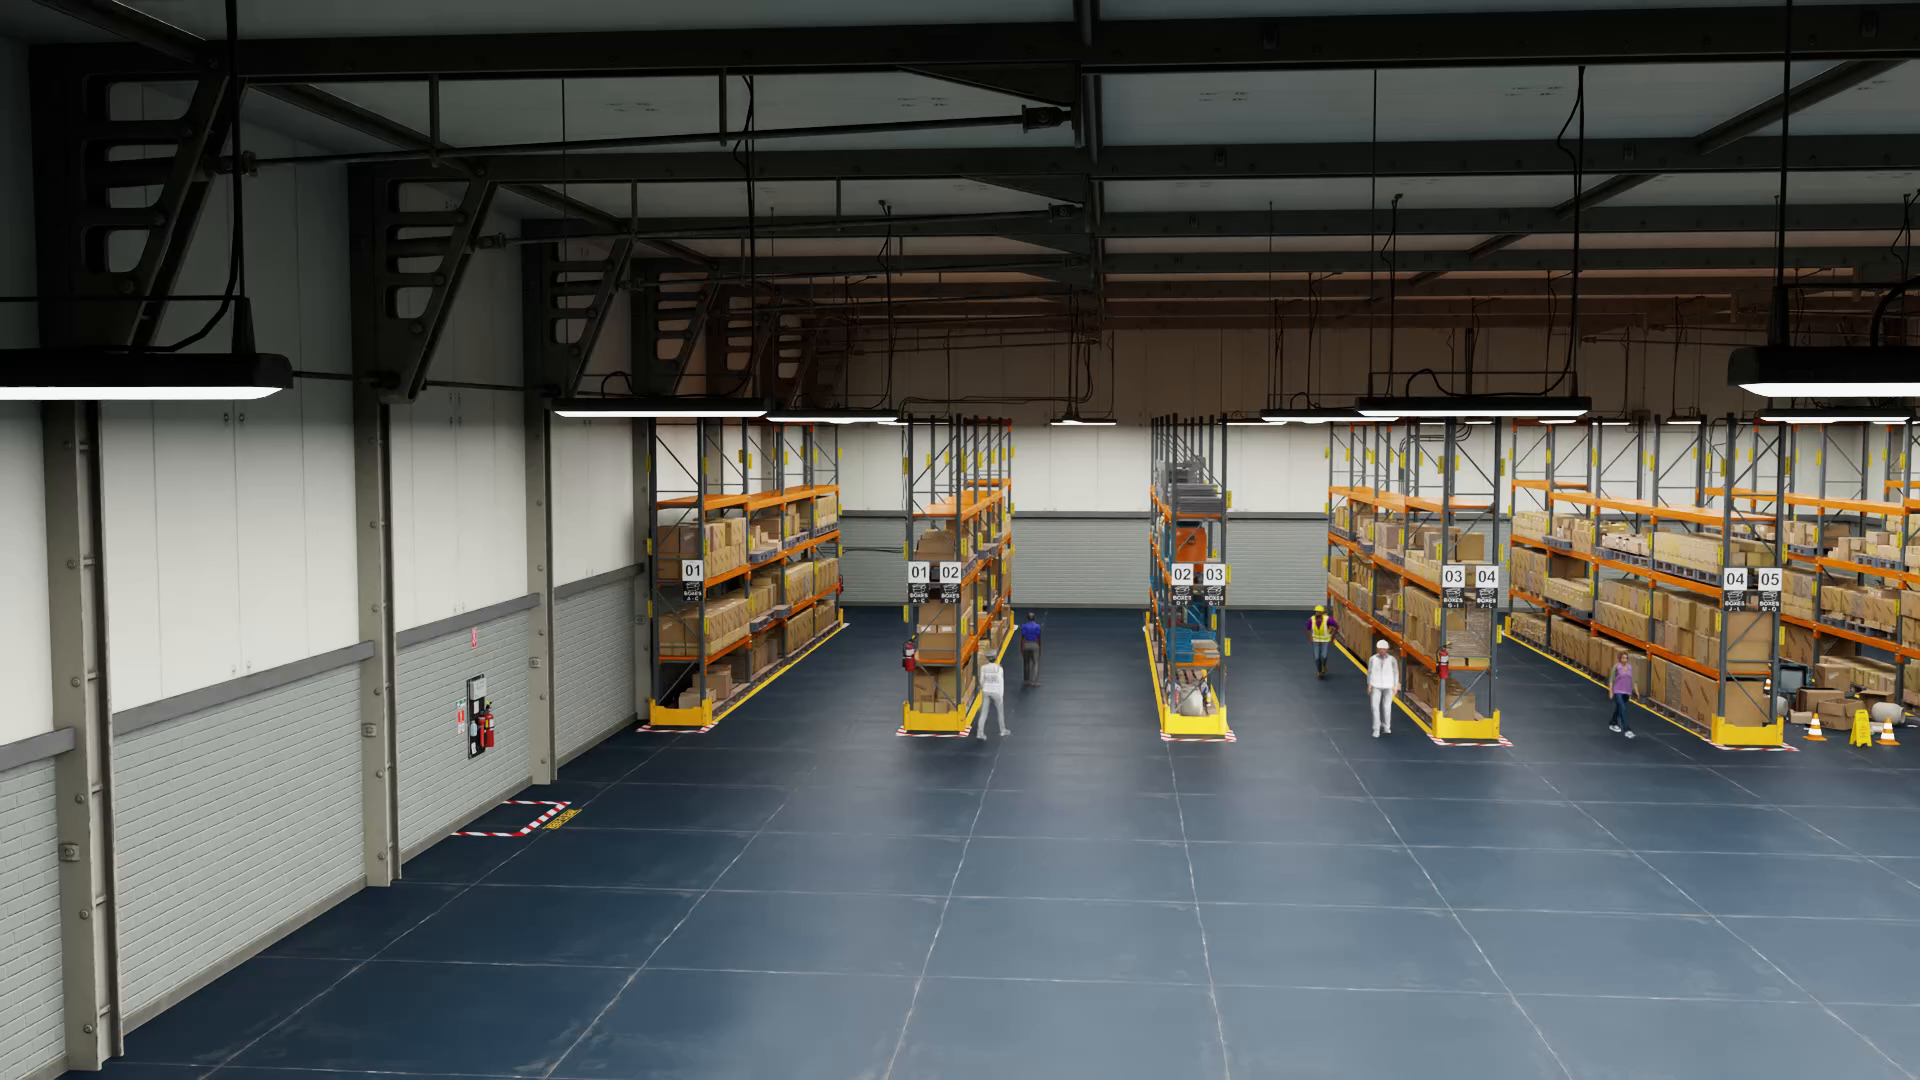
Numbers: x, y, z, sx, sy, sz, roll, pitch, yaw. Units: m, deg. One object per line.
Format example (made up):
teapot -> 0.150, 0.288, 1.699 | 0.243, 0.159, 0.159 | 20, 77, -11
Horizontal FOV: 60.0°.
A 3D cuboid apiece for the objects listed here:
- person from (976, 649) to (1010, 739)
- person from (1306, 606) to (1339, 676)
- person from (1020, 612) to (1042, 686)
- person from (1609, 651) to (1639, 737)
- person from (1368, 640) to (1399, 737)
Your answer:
person -> 0.596, 2.820, 30.576 | 0.499, 1.632, 0.987 | 2, 4, 24
person -> 8.325, 2.317, 38.221 | 0.754, 1.670, 0.673 | 1, 4, 17
person -> 1.597, 2.415, 36.988 | 0.493, 1.646, 0.736 | 1, 4, 9
person -> 12.349, 2.898, 30.910 | 0.433, 1.443, 0.907 | -1, 4, -12
person -> 7.893, 2.763, 31.035 | 0.580, 1.812, 0.590 | 1, 4, 19
